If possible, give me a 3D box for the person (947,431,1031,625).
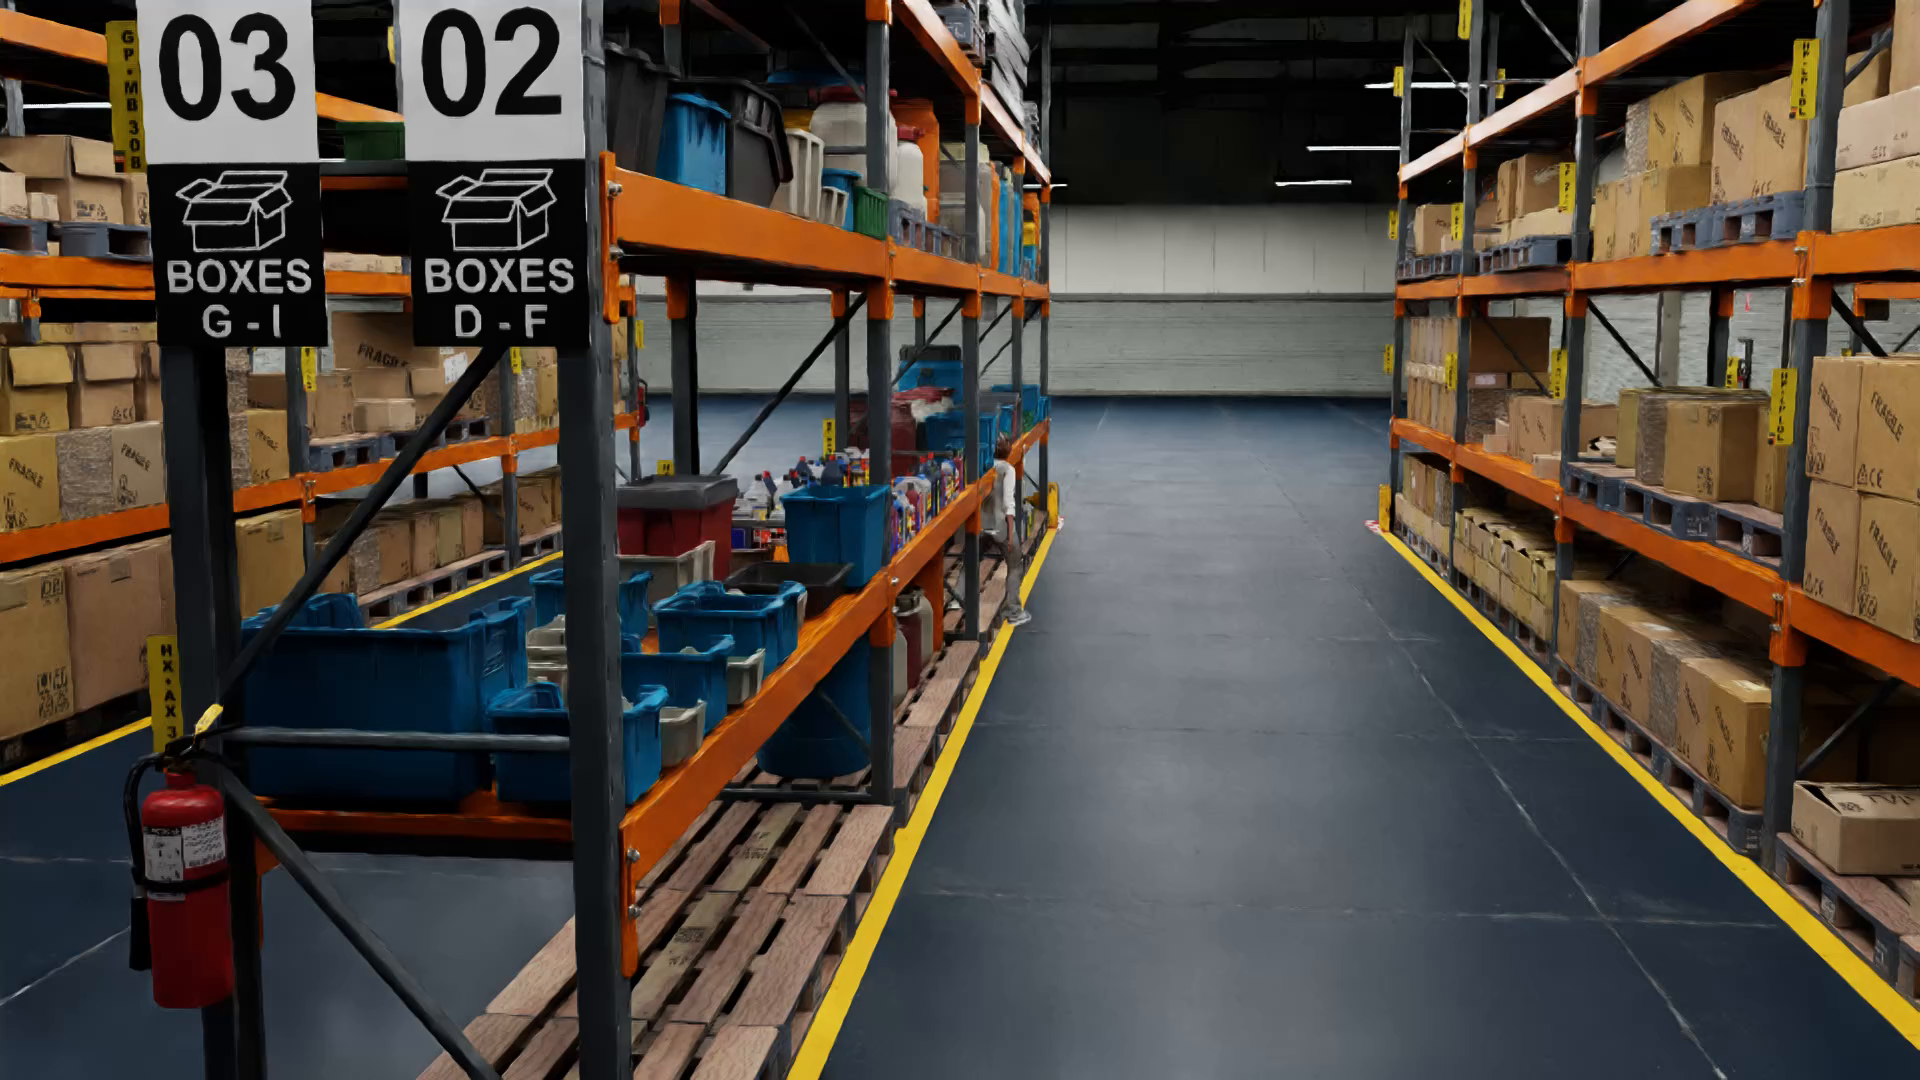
[{"bbox_3d":[0.228,-0.066,13.007,0.457,1.532,0.879,4,9,28],"label":"person"}]
